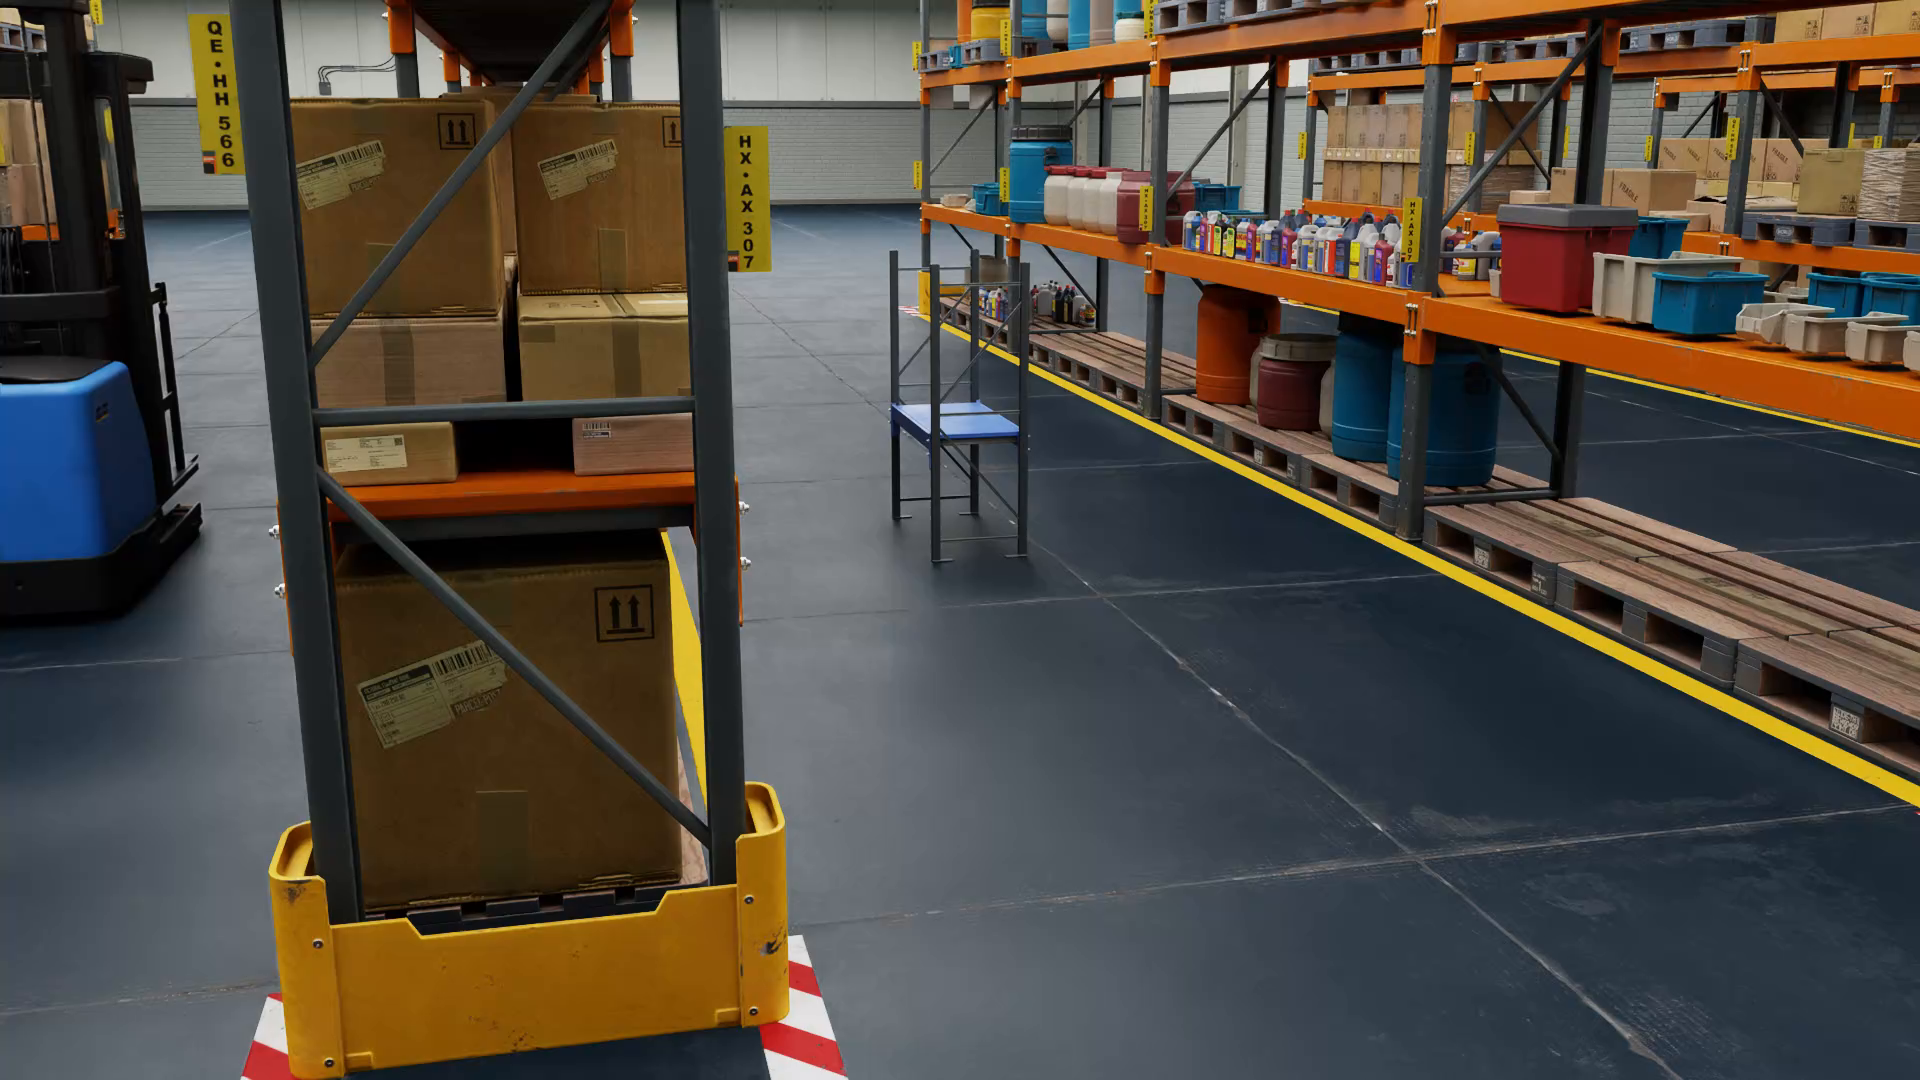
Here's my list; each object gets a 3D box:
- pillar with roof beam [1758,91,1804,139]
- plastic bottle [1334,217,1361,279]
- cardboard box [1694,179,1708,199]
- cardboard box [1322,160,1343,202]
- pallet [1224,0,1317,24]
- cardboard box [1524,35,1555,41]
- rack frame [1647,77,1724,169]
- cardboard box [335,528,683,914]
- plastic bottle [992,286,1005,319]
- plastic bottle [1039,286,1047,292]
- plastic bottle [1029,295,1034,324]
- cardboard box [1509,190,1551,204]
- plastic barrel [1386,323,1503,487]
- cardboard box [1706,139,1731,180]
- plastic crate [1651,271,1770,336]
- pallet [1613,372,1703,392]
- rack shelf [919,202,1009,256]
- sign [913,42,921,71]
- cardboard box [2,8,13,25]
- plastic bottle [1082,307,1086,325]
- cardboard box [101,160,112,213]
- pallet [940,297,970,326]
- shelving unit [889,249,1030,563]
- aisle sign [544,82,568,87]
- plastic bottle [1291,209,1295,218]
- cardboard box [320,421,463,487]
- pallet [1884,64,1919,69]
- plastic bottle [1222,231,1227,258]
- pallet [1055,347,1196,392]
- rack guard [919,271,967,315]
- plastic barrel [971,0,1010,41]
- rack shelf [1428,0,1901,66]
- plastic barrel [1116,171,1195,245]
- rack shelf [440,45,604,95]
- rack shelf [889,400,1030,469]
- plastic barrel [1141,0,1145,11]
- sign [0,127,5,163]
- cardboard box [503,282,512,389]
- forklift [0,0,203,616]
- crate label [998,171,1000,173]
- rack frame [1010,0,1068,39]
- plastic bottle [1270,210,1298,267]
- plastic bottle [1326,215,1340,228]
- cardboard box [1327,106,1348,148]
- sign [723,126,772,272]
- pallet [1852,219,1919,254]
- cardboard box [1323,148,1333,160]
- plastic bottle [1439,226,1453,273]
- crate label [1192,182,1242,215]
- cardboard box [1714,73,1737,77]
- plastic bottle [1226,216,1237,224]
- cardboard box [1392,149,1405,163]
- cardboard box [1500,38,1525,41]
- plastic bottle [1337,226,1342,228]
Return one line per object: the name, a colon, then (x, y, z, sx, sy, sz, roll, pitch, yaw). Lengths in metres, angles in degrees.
pillar with roof beam: (6.483, -7.367, 20.121, 9.100, 9.000, 0.400, -3, 14, -13)
plastic bottle: (2.273, -1.698, 9.661, 0.144, 0.351, 0.185, -3, 14, -13)
cardboard box: (9.604, -4.494, 21.274, 0.500, 0.250, 0.500, -4, 14, -15)
cardboard box: (4.945, -4.469, 20.689, 0.700, 0.500, 0.500, -3, 14, -13)
pallet: (2.302, -3.288, 10.142, 1.003, 0.211, 1.213, -3, 14, -13)
cardboard box: (5.923, -5.052, 16.396, 0.500, 0.250, 0.500, -2, 14, -7)
rack frame: (9.662, -4.806, 22.279, 1.000, 3.000, 0.127, -3, 14, -13)
cardboard box: (-1.253, 0.398, 4.569, 0.875, 0.875, 0.875, -3, 14, -13)
plastic bottle: (0.419, -2.509, 17.532, 0.144, 0.351, 0.185, -3, 14, -14)
plastic bottle: (0.955, -2.654, 18.280, 0.152, 0.276, 0.135, -4, 14, -15)
plastic bottle: (0.680, -2.399, 17.079, 0.144, 0.351, 0.185, -3, 14, -13)
cardboard box: (5.945, -3.422, 16.931, 0.500, 0.250, 0.500, -2, 14, -10)
plastic barrel: (2.739, -0.797, 9.404, 0.600, 0.901, 0.708, -3, 14, -13)
cardboard box: (9.704, -4.746, 20.727, 0.500, 0.500, 0.500, -4, 14, -15)
plastic crate: (3.058, -0.970, 6.804, 0.416, 0.233, 0.300, -3, 14, -13)
pallet: (6.571, -1.521, 14.708, 1.003, 0.211, 1.213, -3, 14, -13)
rack shelf: (0.502, -3.443, 18.215, 1.077, 0.370, 4.000, -3, 14, -13)
sign: (-0.504, -5.686, 19.540, 0.100, 0.325, 0.005, -3, 14, -13)
cardboard box: (-8.563, -4.610, 14.589, 0.380, 0.149, 0.250, -3, 14, -13)
plastic bottle: (1.299, -2.307, 17.018, 0.097, 0.201, 0.097, 0, 14, 0)
cardboard box: (-9.496, -3.714, 17.494, 0.875, 0.550, 0.550, -3, 14, -13)
pallet: (0.281, -2.697, 19.520, 1.003, 0.211, 1.213, -3, 14, -13)
shelving unit: (-0.020, -0.748, 8.830, 0.538, 1.500, 1.048, -3, 14, -13)
aisle sign: (-4.505, -5.272, 18.707, 0.394, 0.787, 0.004, -3, 14, -13)
plastic bottle: (2.421, -2.282, 12.193, 0.061, 0.283, 0.133, -3, 14, -13)
cardboard box: (-1.428, -0.228, 4.071, 0.380, 0.149, 0.250, -3, 14, -12)
pallet: (10.643, -5.101, 17.561, 1.213, 0.211, 1.003, -3, 14, -13)
plastic bottle: (1.839, -2.028, 11.327, 0.097, 0.201, 0.097, 0, 14, 0)
pallet: (1.484, -1.515, 14.685, 1.003, 0.211, 1.213, -3, 14, -13)
rack guard: (0.096, -3.025, 20.254, 1.175, 0.500, 0.348, -3, 14, -13)
plastic barrel: (0.423, -5.751, 18.543, 0.600, 0.588, 0.600, 0, 14, 0)
rack shelf: (3.320, -2.132, 6.528, 1.077, 0.370, 4.000, -3, 14, -13)
plastic barrel: (1.508, -2.565, 12.817, 0.600, 0.536, 0.708, -3, 14, -13)
rack shelf: (-3.373, -3.701, 12.952, 1.077, 0.370, 4.000, -3, 14, -13)
rack shelf: (-0.020, -0.574, 8.872, 0.538, 0.185, 1.000, -3, 14, -13)
plastic barrel: (1.776, -4.427, 13.500, 0.600, 0.830, 0.708, -3, 14, -13)
sign: (-8.163, -3.358, 14.080, 0.100, 0.325, 0.005, -3, 14, -13)
cardboard box: (-1.515, -0.572, 4.639, 0.500, 0.250, 0.500, -4, 14, -14)
forklift: (-4.616, -1.366, 8.342, 1.130, 2.935, 3.031, -3, 14, -14)
crate label: (0.727, -3.862, 18.338, 0.502, 0.435, 0.616, -3, 14, -13)
rack frame: (0.972, -6.245, 15.529, 1.000, 3.000, 0.127, -3, 14, -13)
plastic bottle: (2.058, -1.910, 10.527, 0.144, 0.351, 0.185, -3, 14, -13)
plastic bottle: (2.576, -2.106, 11.496, 0.097, 0.271, 0.097, 0, 14, 0)
cardboard box: (4.958, -5.087, 20.485, 0.700, 0.500, 0.500, -3, 14, -13)
sign: (-0.484, -0.775, 3.789, 0.100, 0.325, 0.005, -3, 14, -13)
pallet: (7.188, -2.142, 11.778, 1.003, 0.211, 1.213, -3, 14, -13)
cardboard box: (4.731, -4.790, 20.636, 0.380, 0.149, 0.250, -3, 14, -14)
plastic bottle: (2.895, -1.767, 10.100, 0.152, 0.276, 0.135, -3, 14, -13)
crate label: (1.941, -2.670, 13.460, 0.502, 0.435, 0.616, -3, 14, -13)
cardboard box: (9.715, -5.985, 20.531, 0.500, 0.500, 0.500, -3, 14, -11)
plastic bottle: (1.867, -2.096, 11.458, 0.097, 0.271, 0.097, 0, 14, 0)
cardboard box: (5.153, -4.375, 18.936, 0.380, 0.149, 0.250, -3, 14, -11)
cardboard box: (5.925, -5.515, 17.469, 0.500, 0.500, 0.500, -2, 14, -9)
plastic bottle: (2.599, -2.049, 11.413, 0.097, 0.201, 0.097, 0, 14, 0)
